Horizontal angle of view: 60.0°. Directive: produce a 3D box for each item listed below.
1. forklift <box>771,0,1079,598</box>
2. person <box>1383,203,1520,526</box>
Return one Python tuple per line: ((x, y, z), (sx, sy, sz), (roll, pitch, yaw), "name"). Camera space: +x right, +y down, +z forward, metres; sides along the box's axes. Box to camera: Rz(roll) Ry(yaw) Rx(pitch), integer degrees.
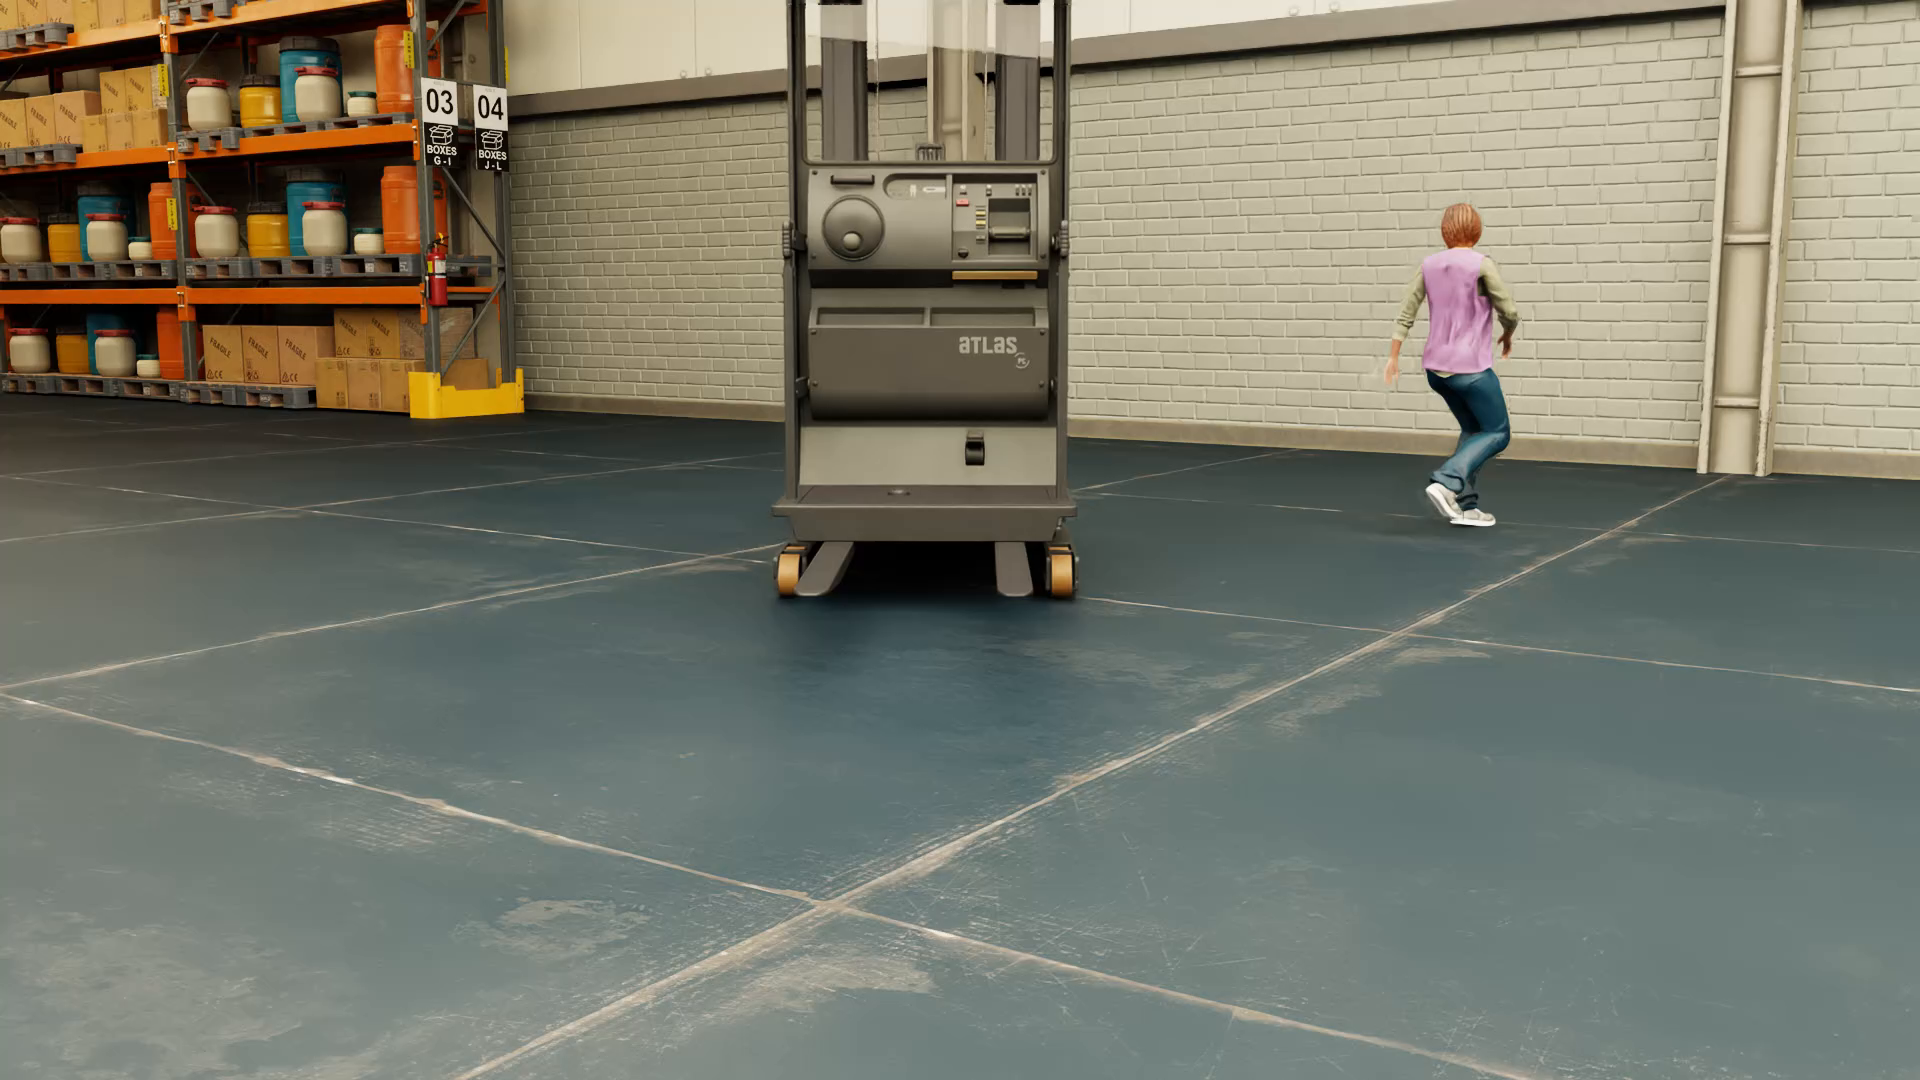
((-0.122, -1.282, 6.205), (1.130, 2.935, 3.031), (0, 8, 1), "forklift")
((2.381, -0.819, 7.946), (0.580, 1.540, 0.563), (-4, 9, -26), "person")
